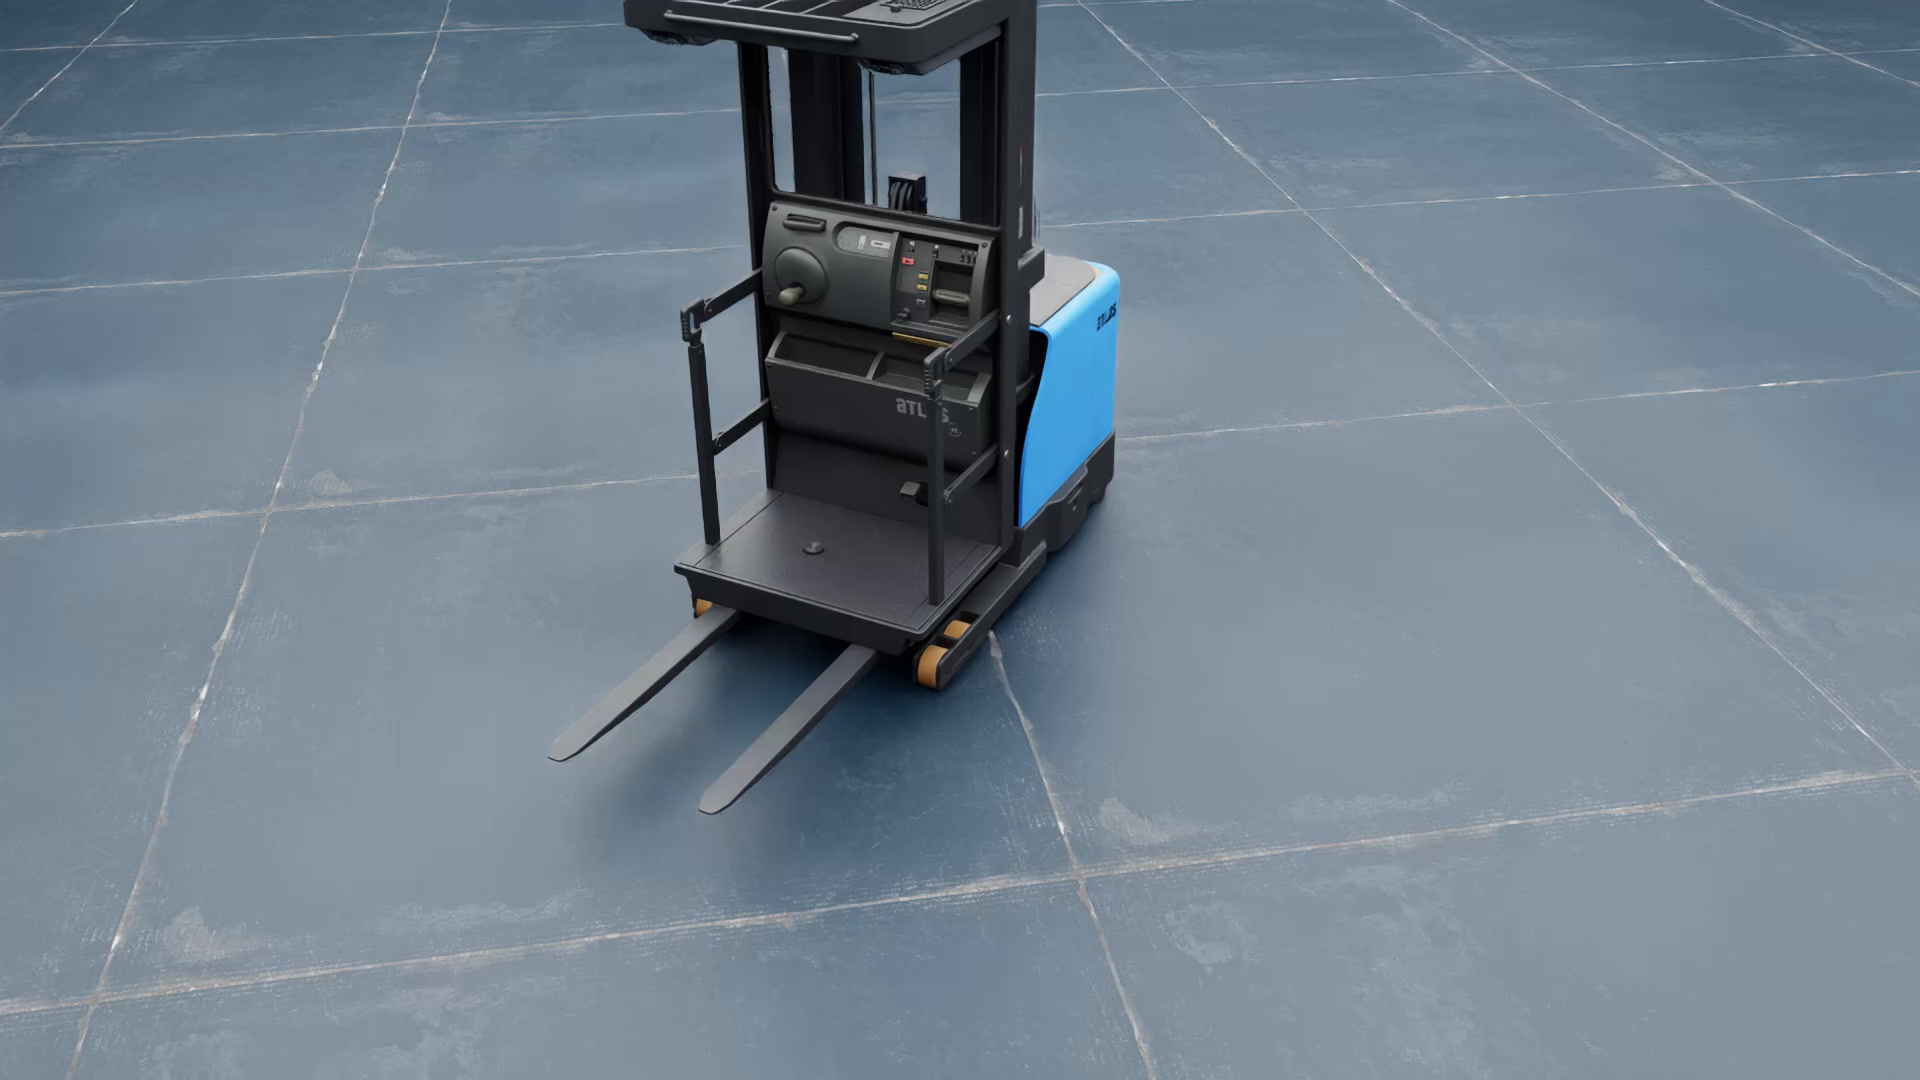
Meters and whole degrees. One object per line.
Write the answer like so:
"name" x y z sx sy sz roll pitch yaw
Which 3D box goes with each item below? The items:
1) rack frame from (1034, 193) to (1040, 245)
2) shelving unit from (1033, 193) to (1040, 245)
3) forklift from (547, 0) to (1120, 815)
"rack frame" 0.345 -1.000 7.766 0.006 1.200 0.240 -1 30 -2
"shelving unit" 0.254 -0.998 7.764 0.189 1.200 0.258 -1 30 -2
"forklift" -0.410 -0.955 5.982 1.130 2.935 3.031 14 33 23
